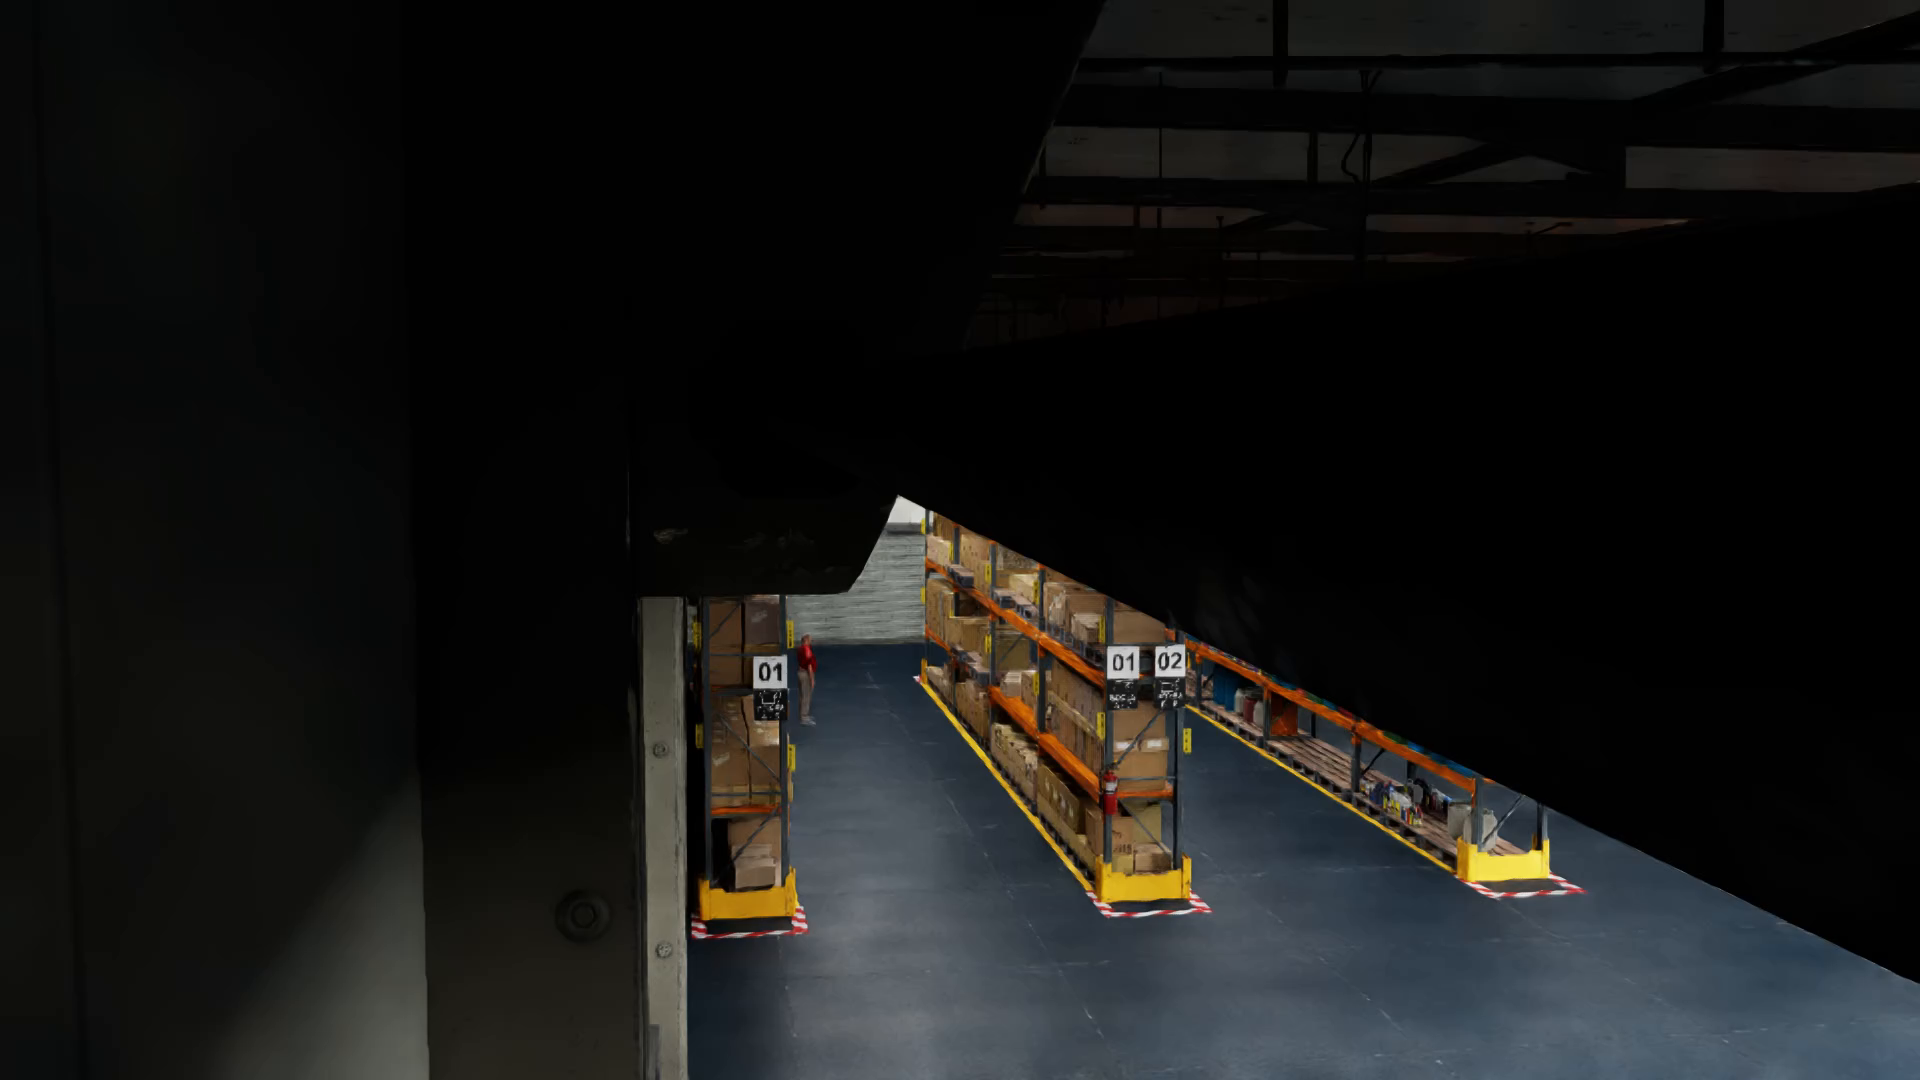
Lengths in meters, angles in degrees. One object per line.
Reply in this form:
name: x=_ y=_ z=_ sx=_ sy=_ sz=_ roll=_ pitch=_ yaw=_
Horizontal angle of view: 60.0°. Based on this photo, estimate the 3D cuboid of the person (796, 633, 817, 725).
person: x=-2.936 y=2.643 z=31.936 sx=0.407 sy=1.730 sz=0.654 roll=-2 pitch=5 yaw=-24
